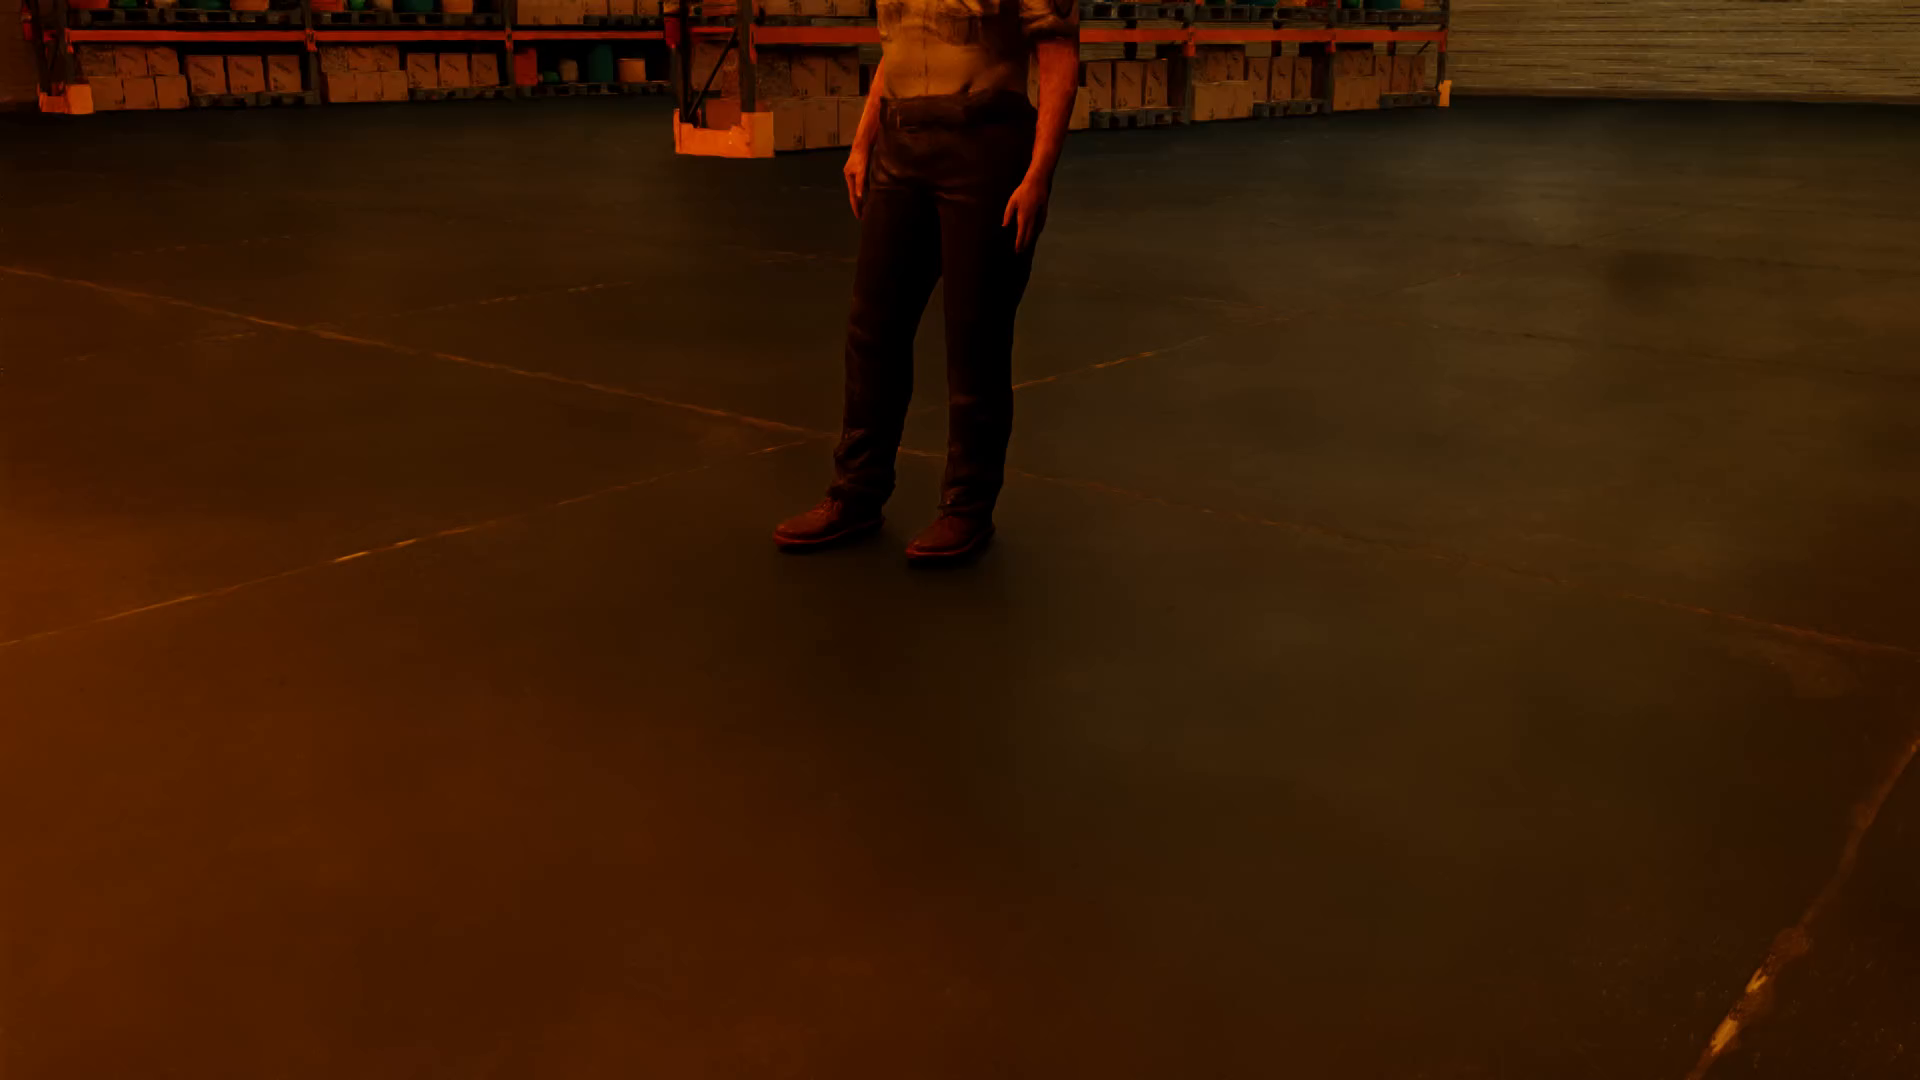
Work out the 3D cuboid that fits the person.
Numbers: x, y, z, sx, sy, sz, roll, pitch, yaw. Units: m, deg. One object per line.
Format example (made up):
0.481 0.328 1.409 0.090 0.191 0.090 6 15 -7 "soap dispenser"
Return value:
-0.075 -0.779 3.648 0.599 1.650 0.502 13 21 37 "person"
